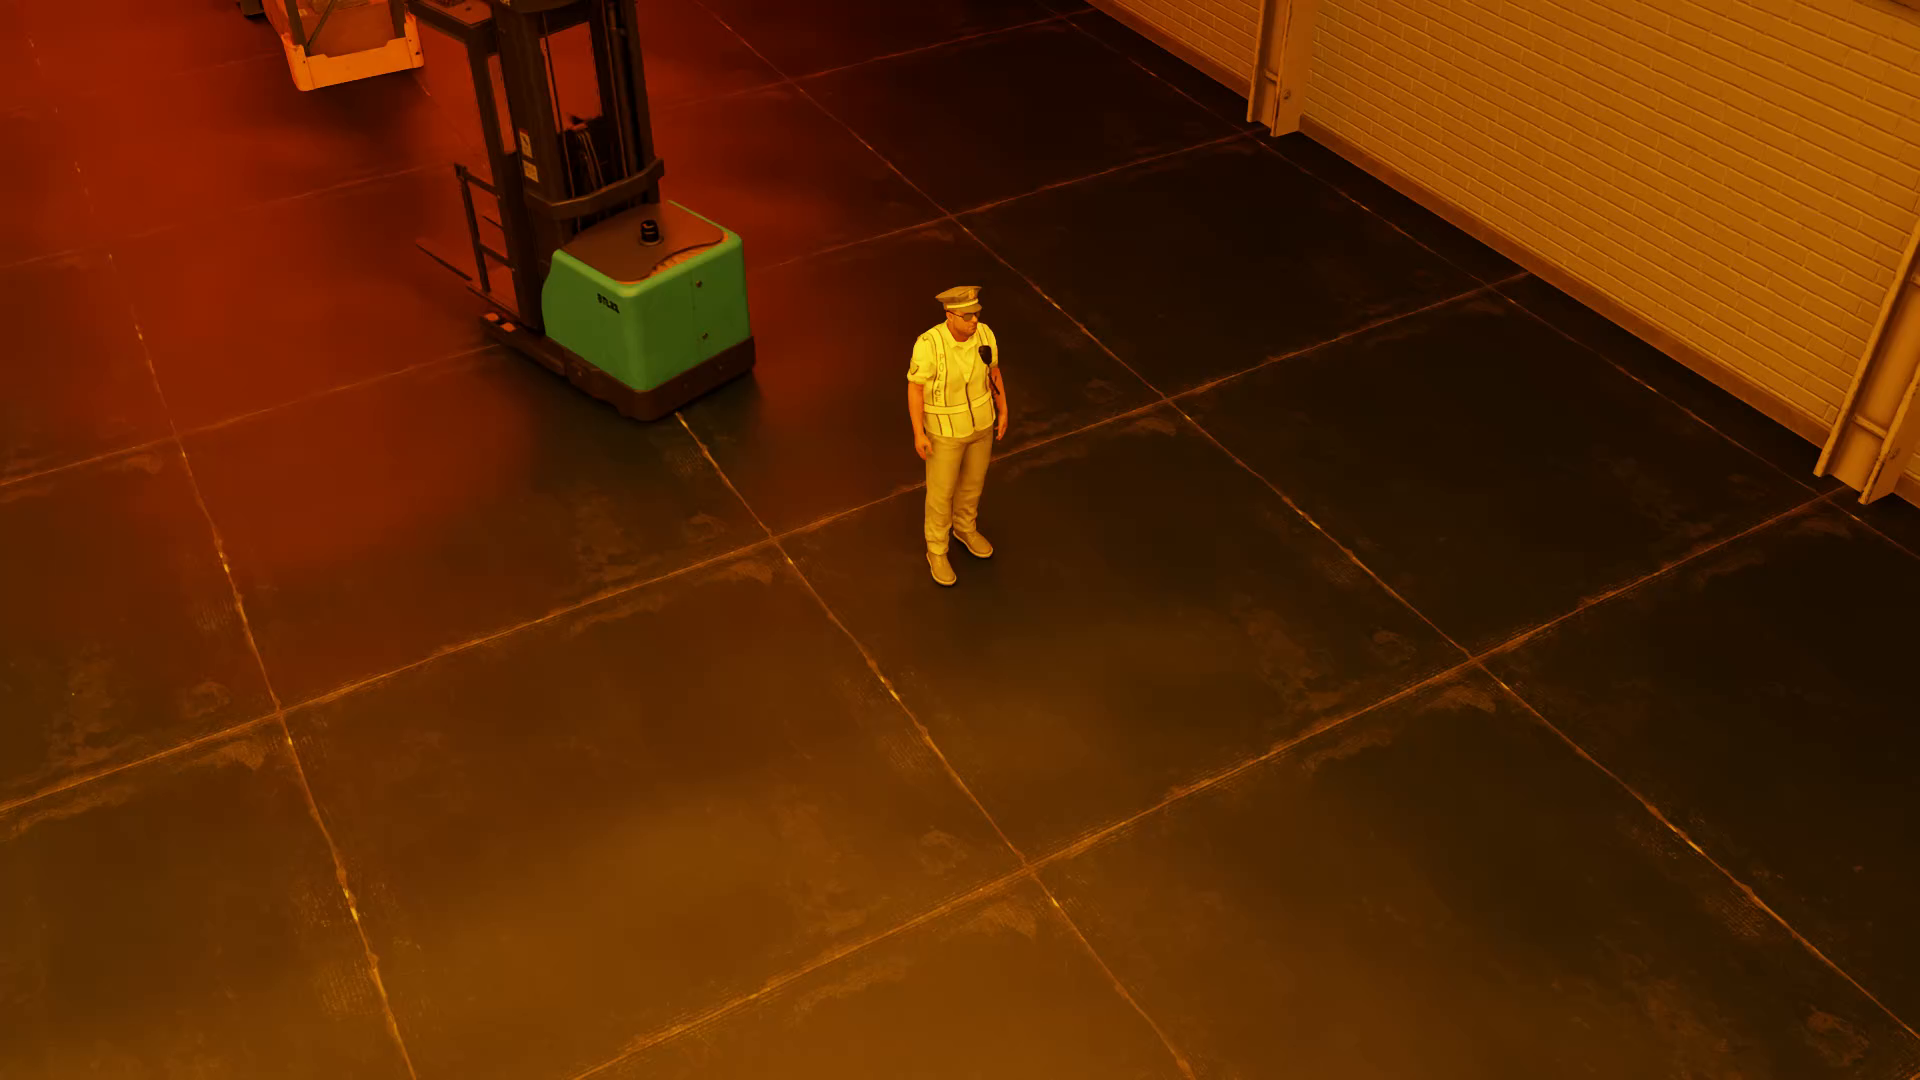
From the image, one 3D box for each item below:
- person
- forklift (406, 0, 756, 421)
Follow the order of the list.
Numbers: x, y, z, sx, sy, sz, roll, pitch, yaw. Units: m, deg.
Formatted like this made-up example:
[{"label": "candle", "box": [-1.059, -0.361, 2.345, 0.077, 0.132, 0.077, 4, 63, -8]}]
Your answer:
[{"label": "person", "box": [0.029, -0.644, 9.702, 0.641, 1.778, 0.574, -20, 44, -23]}, {"label": "forklift", "box": [-2.858, -2.747, 11.348, 3.031, 2.935, 1.130, 31, 49, 32]}]
